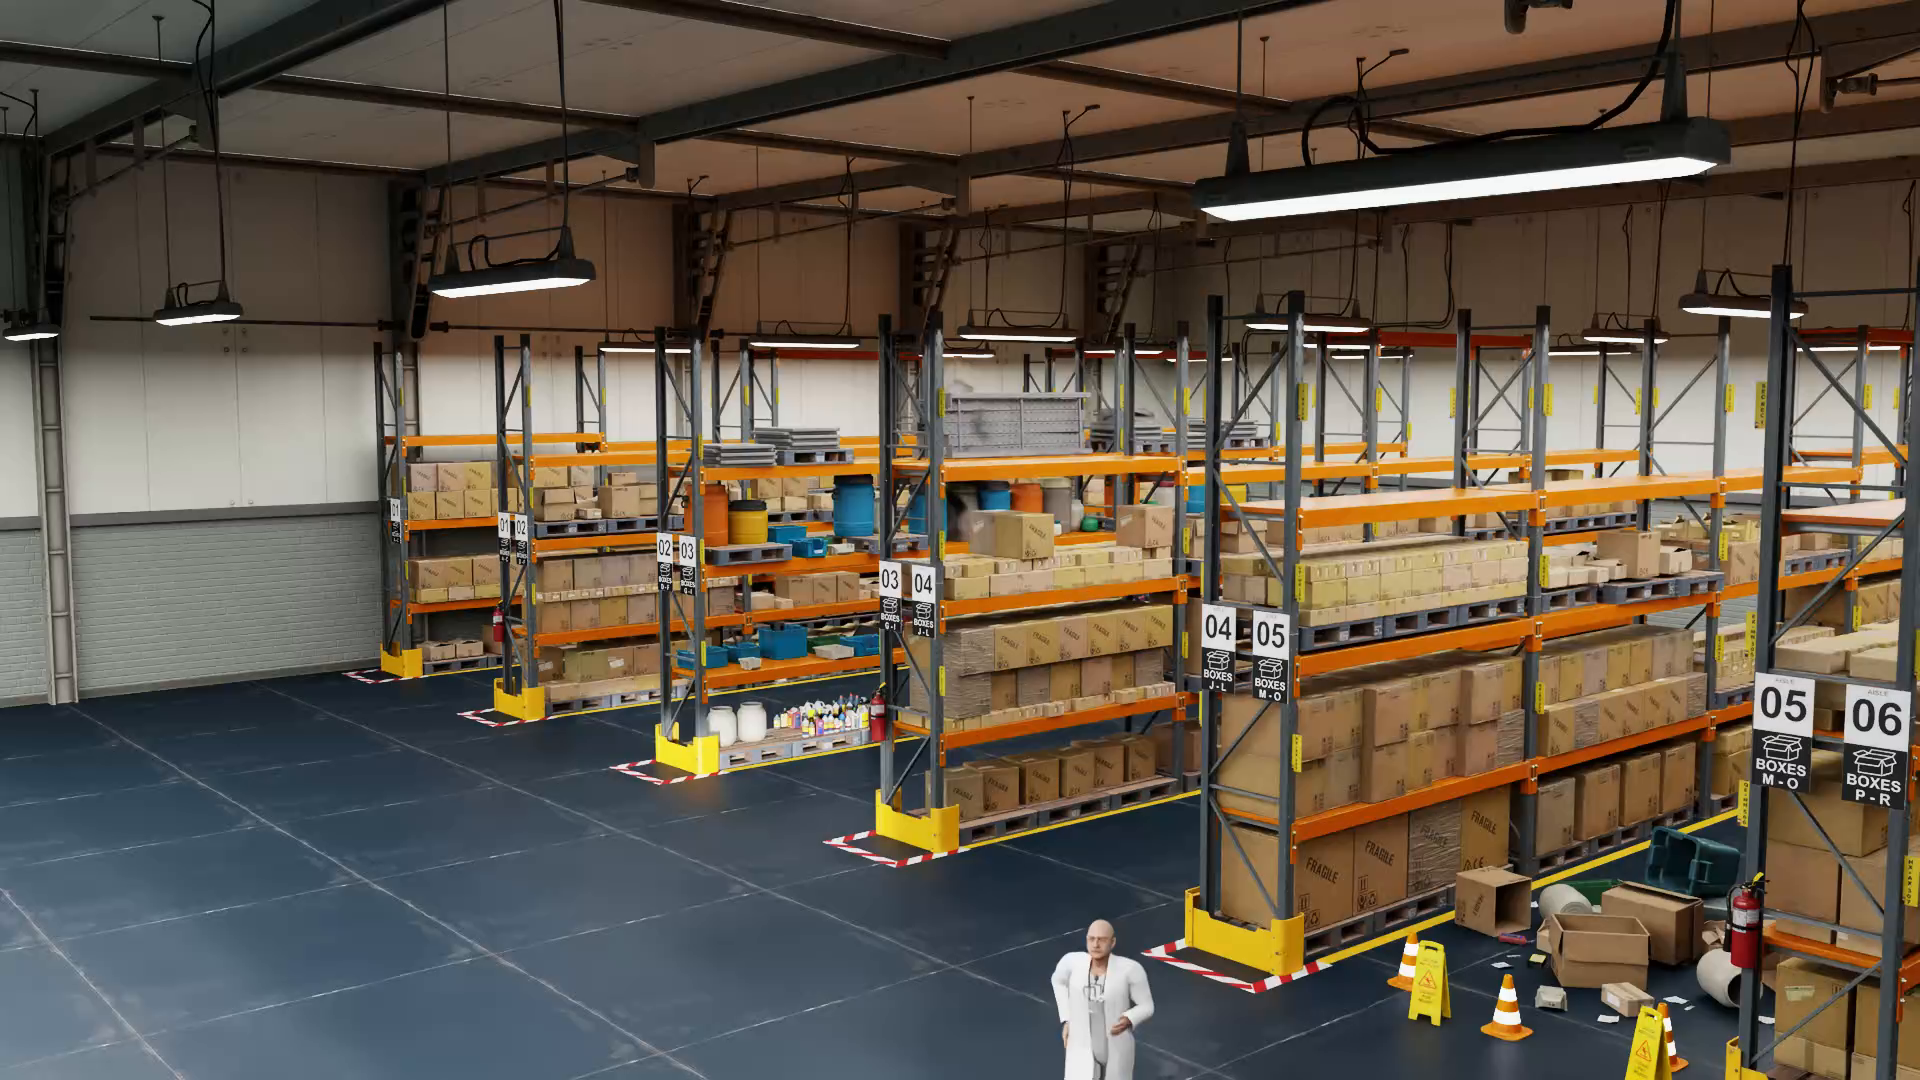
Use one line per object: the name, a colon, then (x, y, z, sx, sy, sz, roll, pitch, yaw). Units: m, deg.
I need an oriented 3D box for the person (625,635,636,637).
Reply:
person: (-5.864, 1.663, 29.572, 0.727, 1.710, 0.640, -4, 7, -39)

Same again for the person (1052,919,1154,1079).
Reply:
person: (0.907, 3.330, 10.675, 0.670, 1.818, 0.783, 1, 5, 6)
